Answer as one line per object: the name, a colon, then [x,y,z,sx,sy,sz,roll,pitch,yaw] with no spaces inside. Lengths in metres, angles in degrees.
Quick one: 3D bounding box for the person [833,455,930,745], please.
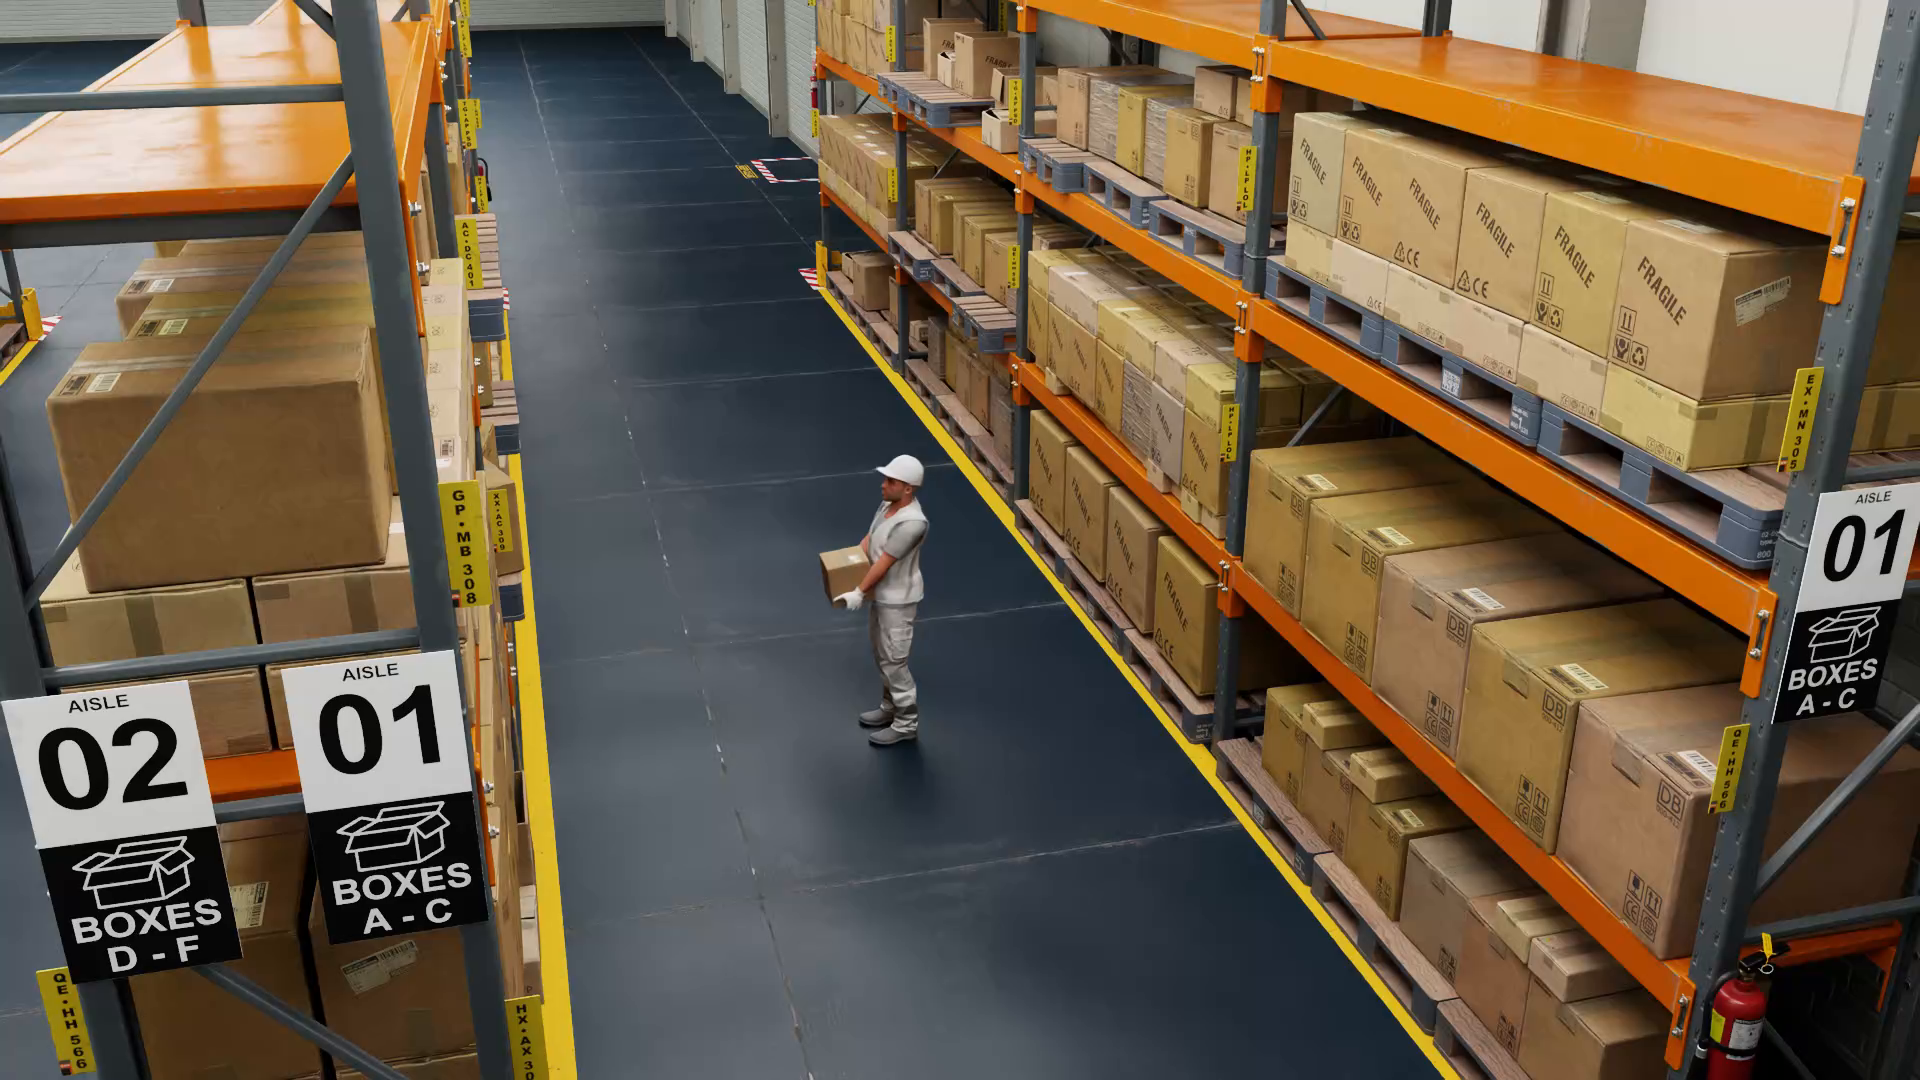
person: [-0.487,0.357,9.794,0.572,1.782,0.493,-6,23,-14]
